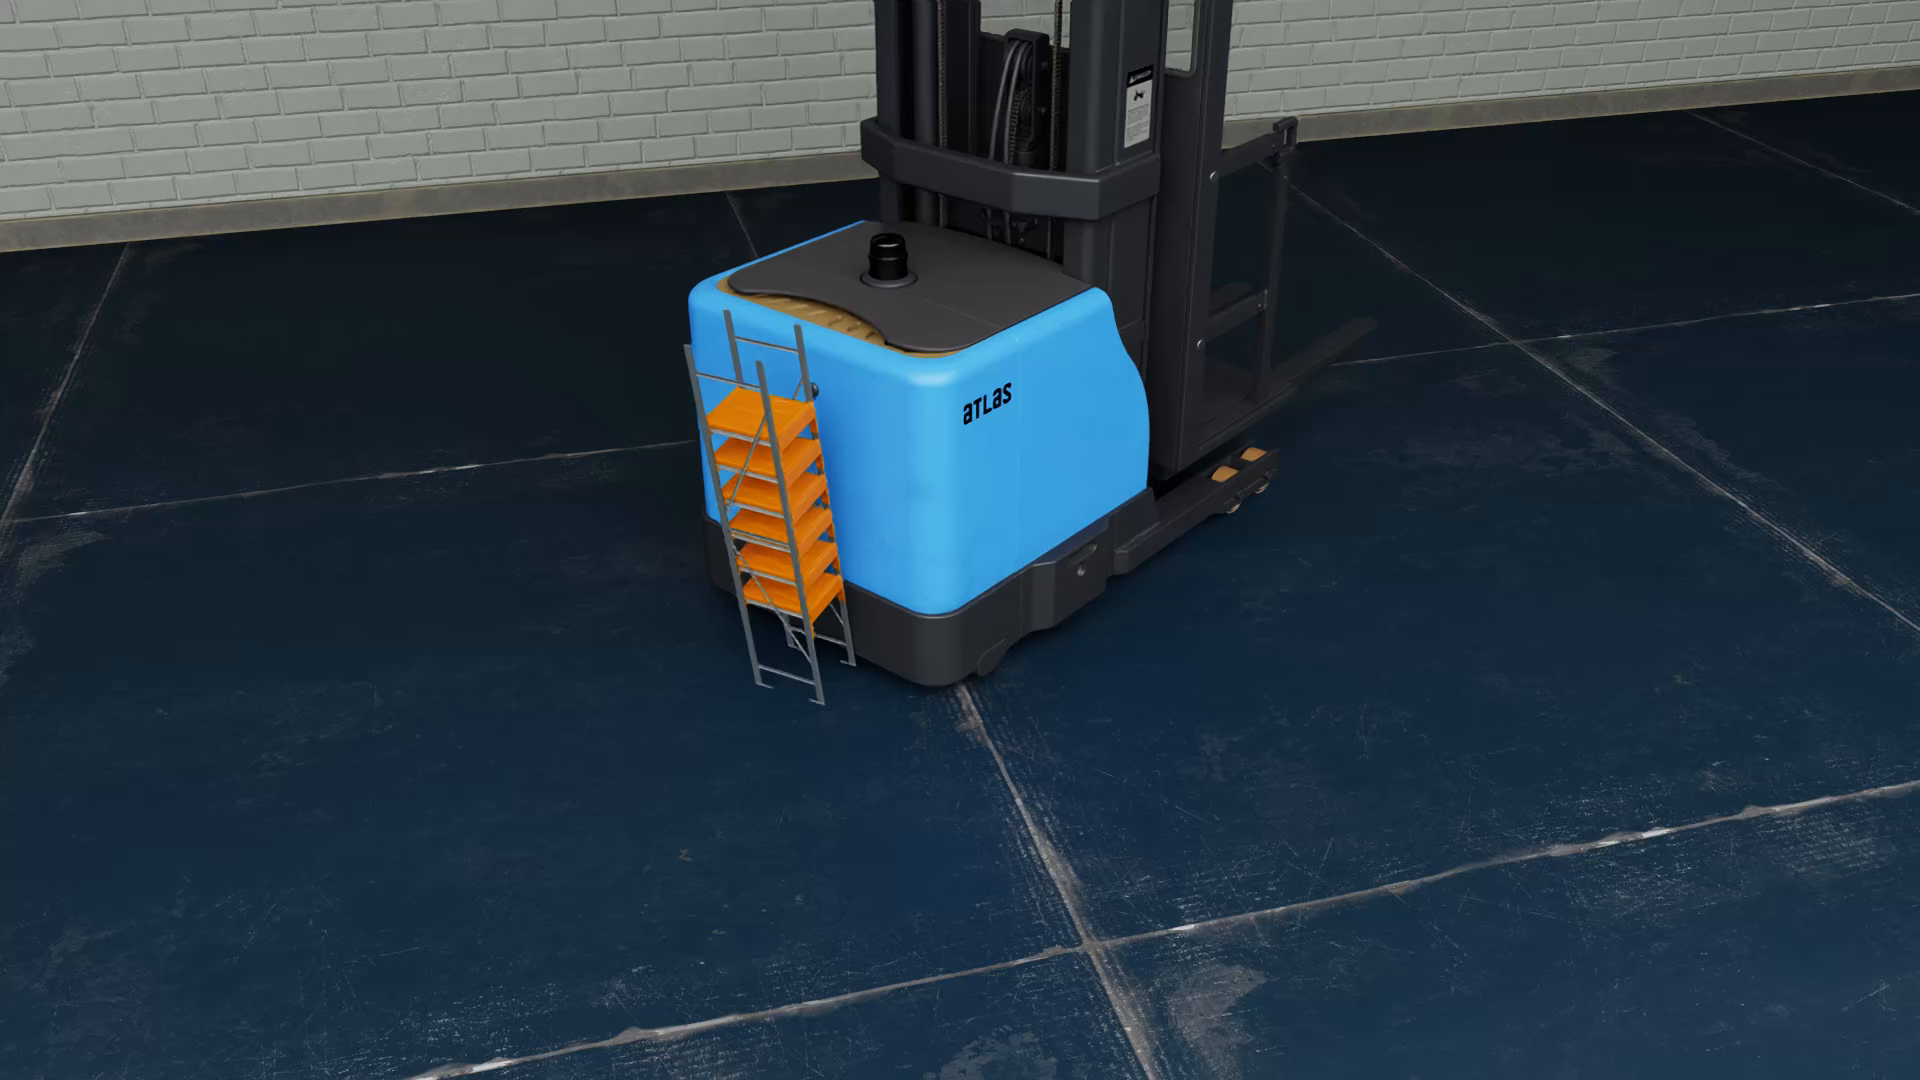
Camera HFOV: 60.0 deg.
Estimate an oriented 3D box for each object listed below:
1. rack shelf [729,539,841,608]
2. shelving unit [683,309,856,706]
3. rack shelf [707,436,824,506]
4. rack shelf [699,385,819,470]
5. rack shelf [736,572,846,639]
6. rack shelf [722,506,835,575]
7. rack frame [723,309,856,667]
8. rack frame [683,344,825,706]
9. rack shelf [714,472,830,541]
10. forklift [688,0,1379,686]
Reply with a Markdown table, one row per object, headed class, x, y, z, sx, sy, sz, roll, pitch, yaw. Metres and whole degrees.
| class | x | y | z | sx | sy | sz | roll | pitch | yaw |
| --- | --- | --- | --- | --- | --- | --- | --- | --- | --- |
| rack shelf | -0.498 | 0.069 | 4.741 | 0.258 | 0.103 | 0.180 | 15 | 43 | 24 |
| shelving unit | -0.511 | -0.059 | 4.638 | 0.258 | 1.200 | 0.189 | 15 | 43 | 24 |
| rack shelf | -0.526 | -0.211 | 4.516 | 0.258 | 0.103 | 0.180 | 15 | 43 | 24 |
| rack shelf | -0.535 | -0.304 | 4.441 | 0.258 | 0.103 | 0.180 | 15 | 43 | 24 |
| rack shelf | -0.488 | 0.162 | 4.816 | 0.258 | 0.103 | 0.180 | 15 | 43 | 24 |
| rack shelf | -0.507 | -0.024 | 4.666 | 0.258 | 0.103 | 0.180 | 15 | 43 | 24 |
| rack frame | -0.469 | -0.113 | 4.699 | 0.240 | 1.200 | 0.006 | 15 | 43 | 24 |
| rack frame | -0.552 | -0.005 | 4.577 | 0.240 | 1.200 | 0.006 | 15 | 43 | 24 |
| rack shelf | -0.516 | -0.118 | 4.591 | 0.258 | 0.103 | 0.180 | 15 | 43 | 24 |
| forklift | 0.506 | -1.506 | 5.427 | 1.130 | 2.935 | 3.031 | 23 | 37 | 34 |
